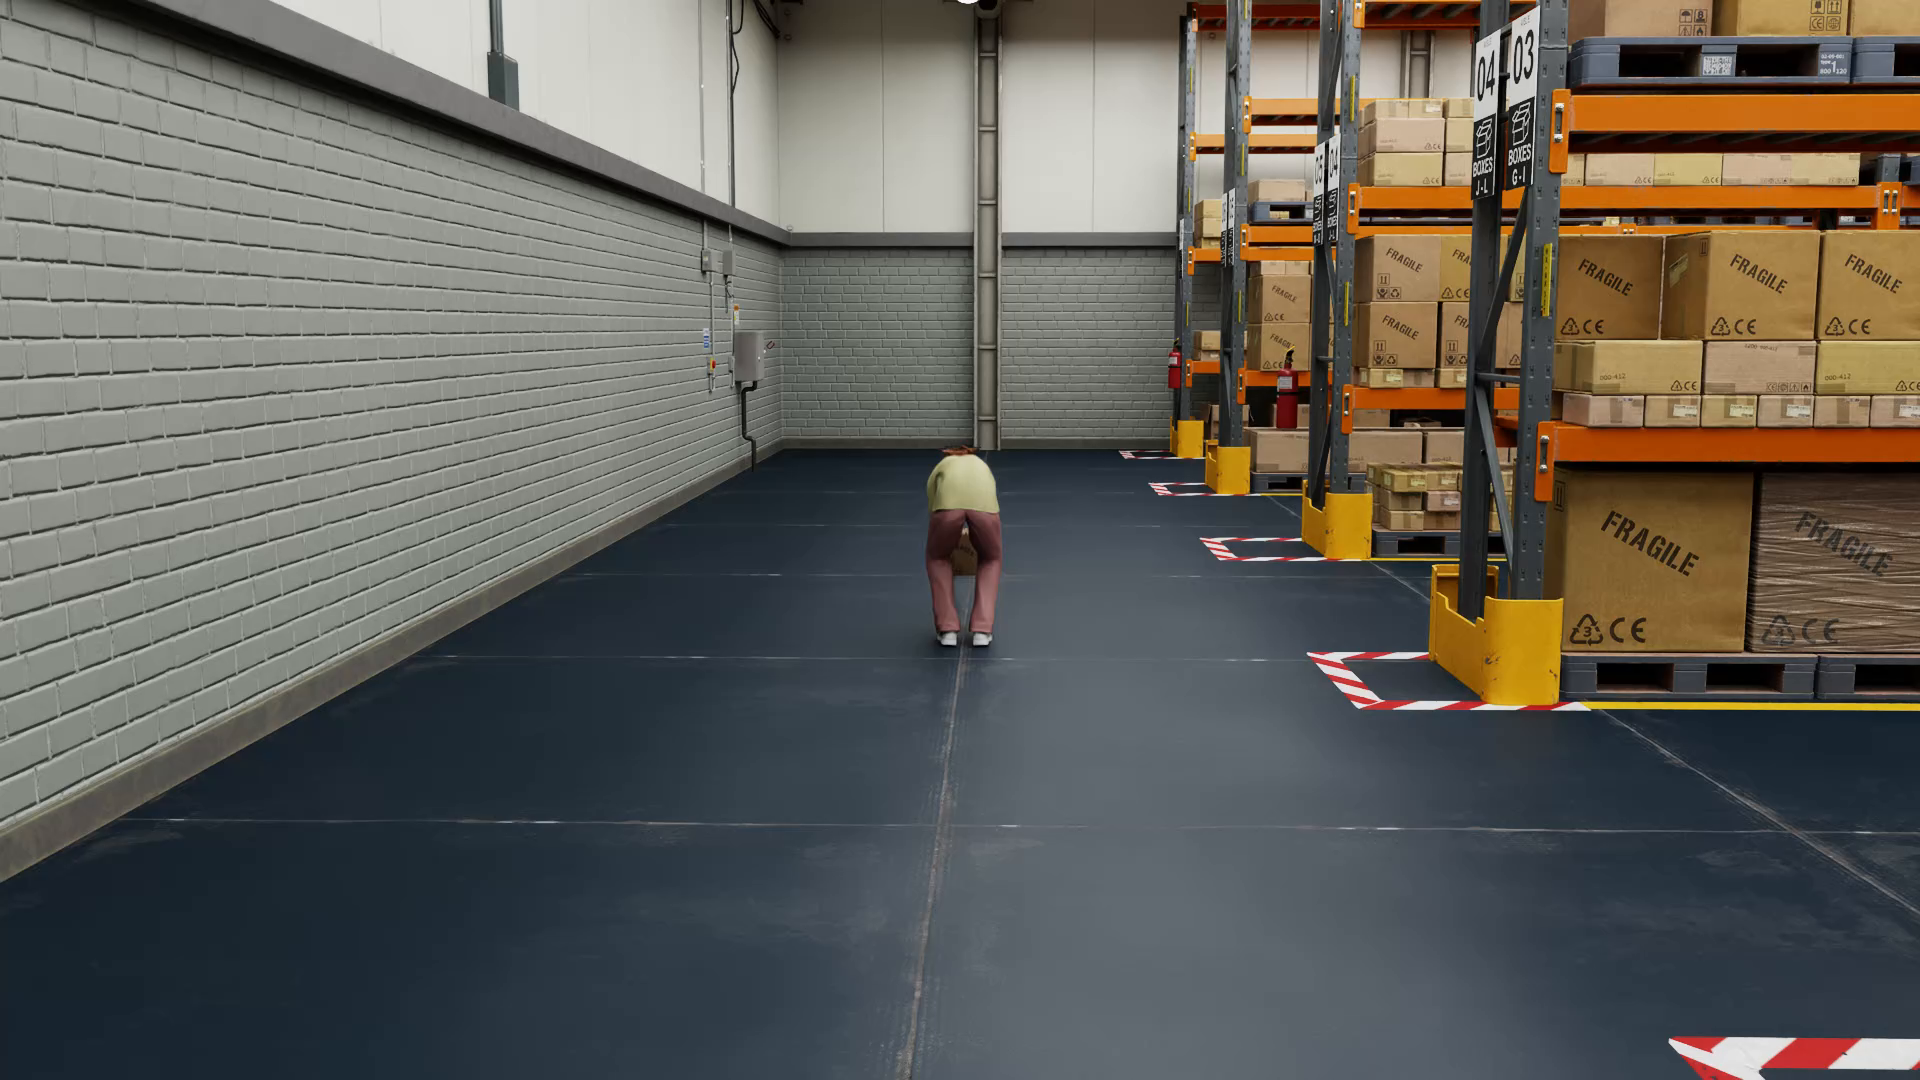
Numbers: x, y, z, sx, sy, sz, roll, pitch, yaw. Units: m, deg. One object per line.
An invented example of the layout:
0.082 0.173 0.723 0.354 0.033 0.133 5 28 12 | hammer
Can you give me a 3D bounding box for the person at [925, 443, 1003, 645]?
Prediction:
0.022 0.014 9.411 0.436 1.106 0.856 0 7 -1 | person
